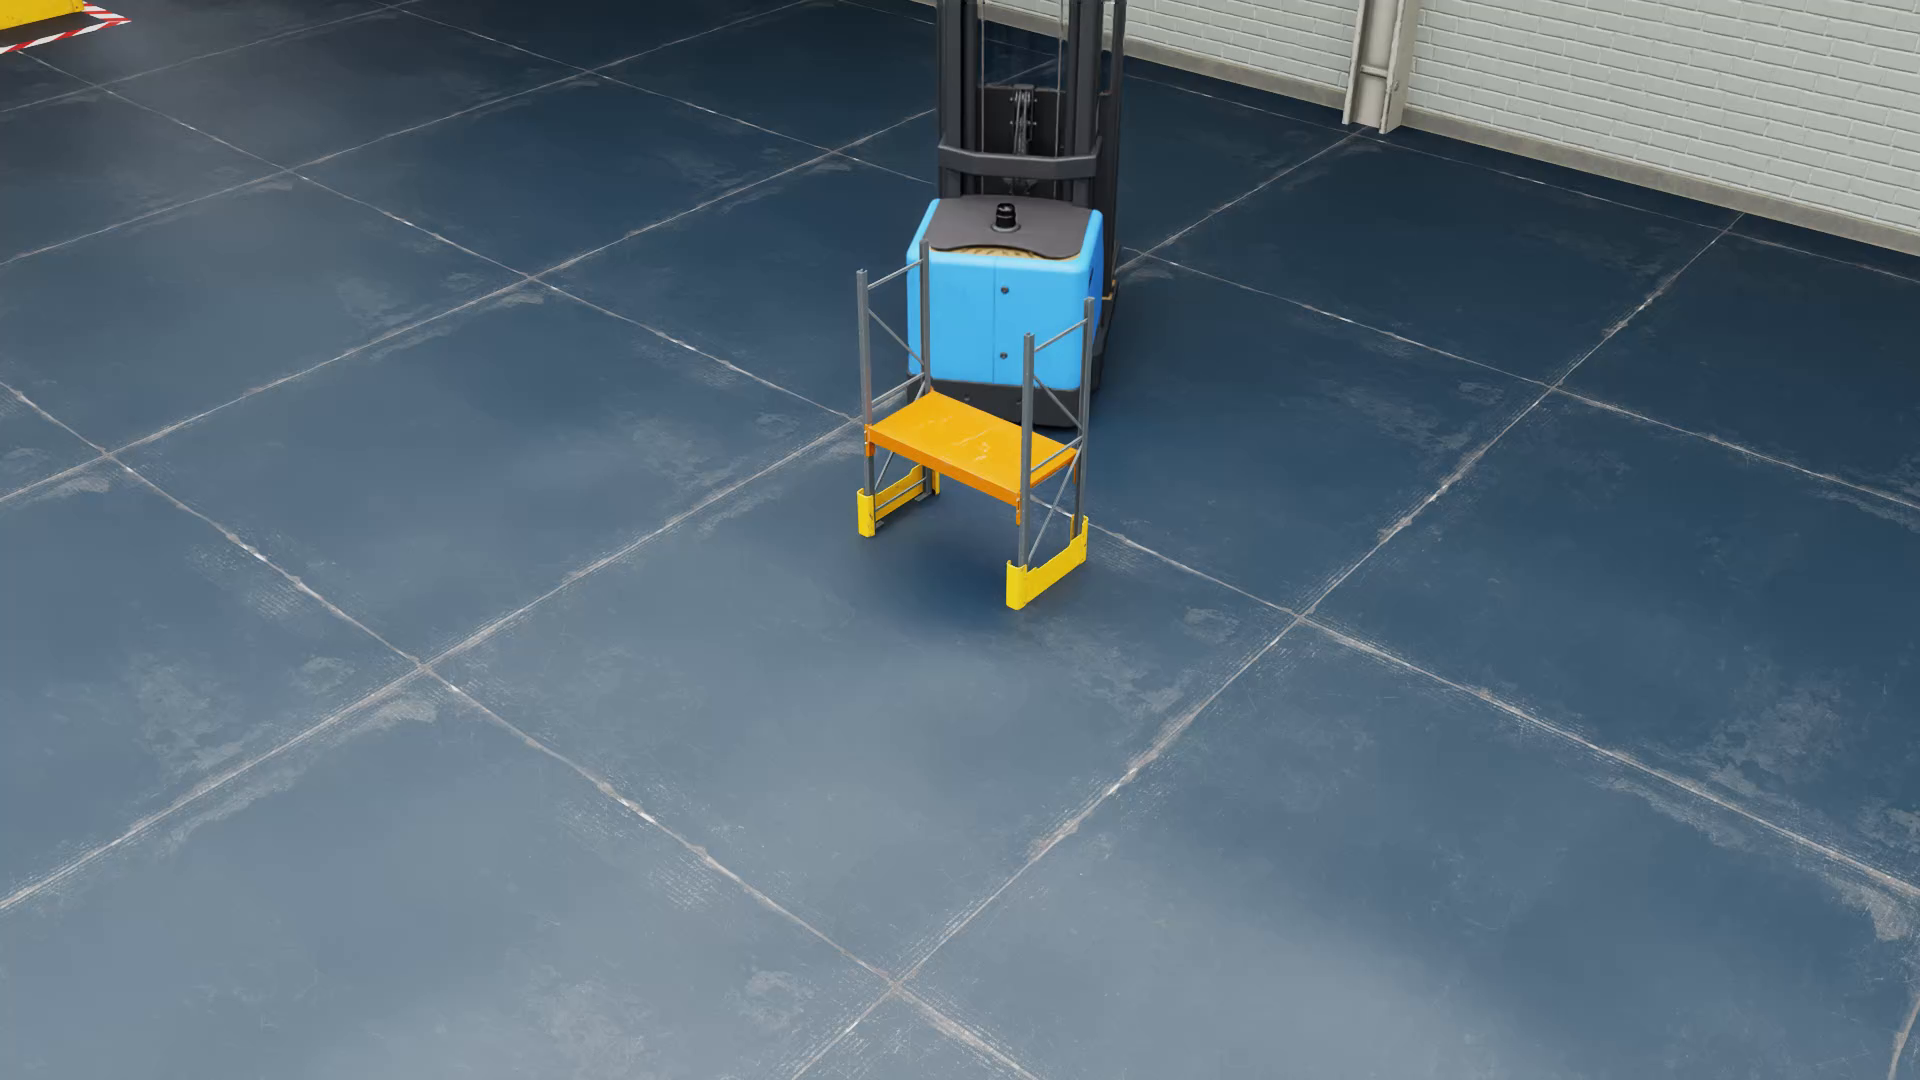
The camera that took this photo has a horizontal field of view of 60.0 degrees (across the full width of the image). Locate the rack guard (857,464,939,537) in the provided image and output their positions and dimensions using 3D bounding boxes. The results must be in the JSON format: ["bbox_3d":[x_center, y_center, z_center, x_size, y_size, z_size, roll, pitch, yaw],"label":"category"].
[{"bbox_3d":[-0.324,-0.256,8.902,0.087,0.250,0.587,25,42,32],"label":"rack guard"}]

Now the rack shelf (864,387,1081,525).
[{"bbox_3d":[0.066,-0.439,8.382,1.000,0.185,0.538,25,42,32],"label":"rack shelf"}]

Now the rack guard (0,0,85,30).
[{"bbox_3d":[-9.082,-5.227,15.920,0.348,0.500,1.175,25,42,32],"label":"rack guard"}]

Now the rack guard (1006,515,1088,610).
[{"bbox_3d":[0.441,0.105,8.376,0.087,0.250,0.587,25,42,32],"label":"rack guard"}]

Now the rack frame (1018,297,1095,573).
[{"bbox_3d":[0.456,-0.403,8.012,0.032,1.500,0.500,25,42,32],"label":"rack frame"}]

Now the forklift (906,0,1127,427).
[{"bbox_3d":[0.450,-2.685,10.071,1.130,2.935,3.031,6,35,8],"label":"forklift"}]

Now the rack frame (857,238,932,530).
[{"bbox_3d":[-0.325,-0.771,8.549,0.032,1.500,0.500,25,42,32],"label":"rack frame"}]

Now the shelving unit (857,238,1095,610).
[{"bbox_3d":[0.059,-0.591,8.285,1.083,1.500,0.587,25,42,32],"label":"shelving unit"}]

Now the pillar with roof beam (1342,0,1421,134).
[{"bbox_3d":[0.659,-5.289,8.502,0.400,9.000,9.100,25,42,32],"label":"pillar with roof beam"}]
